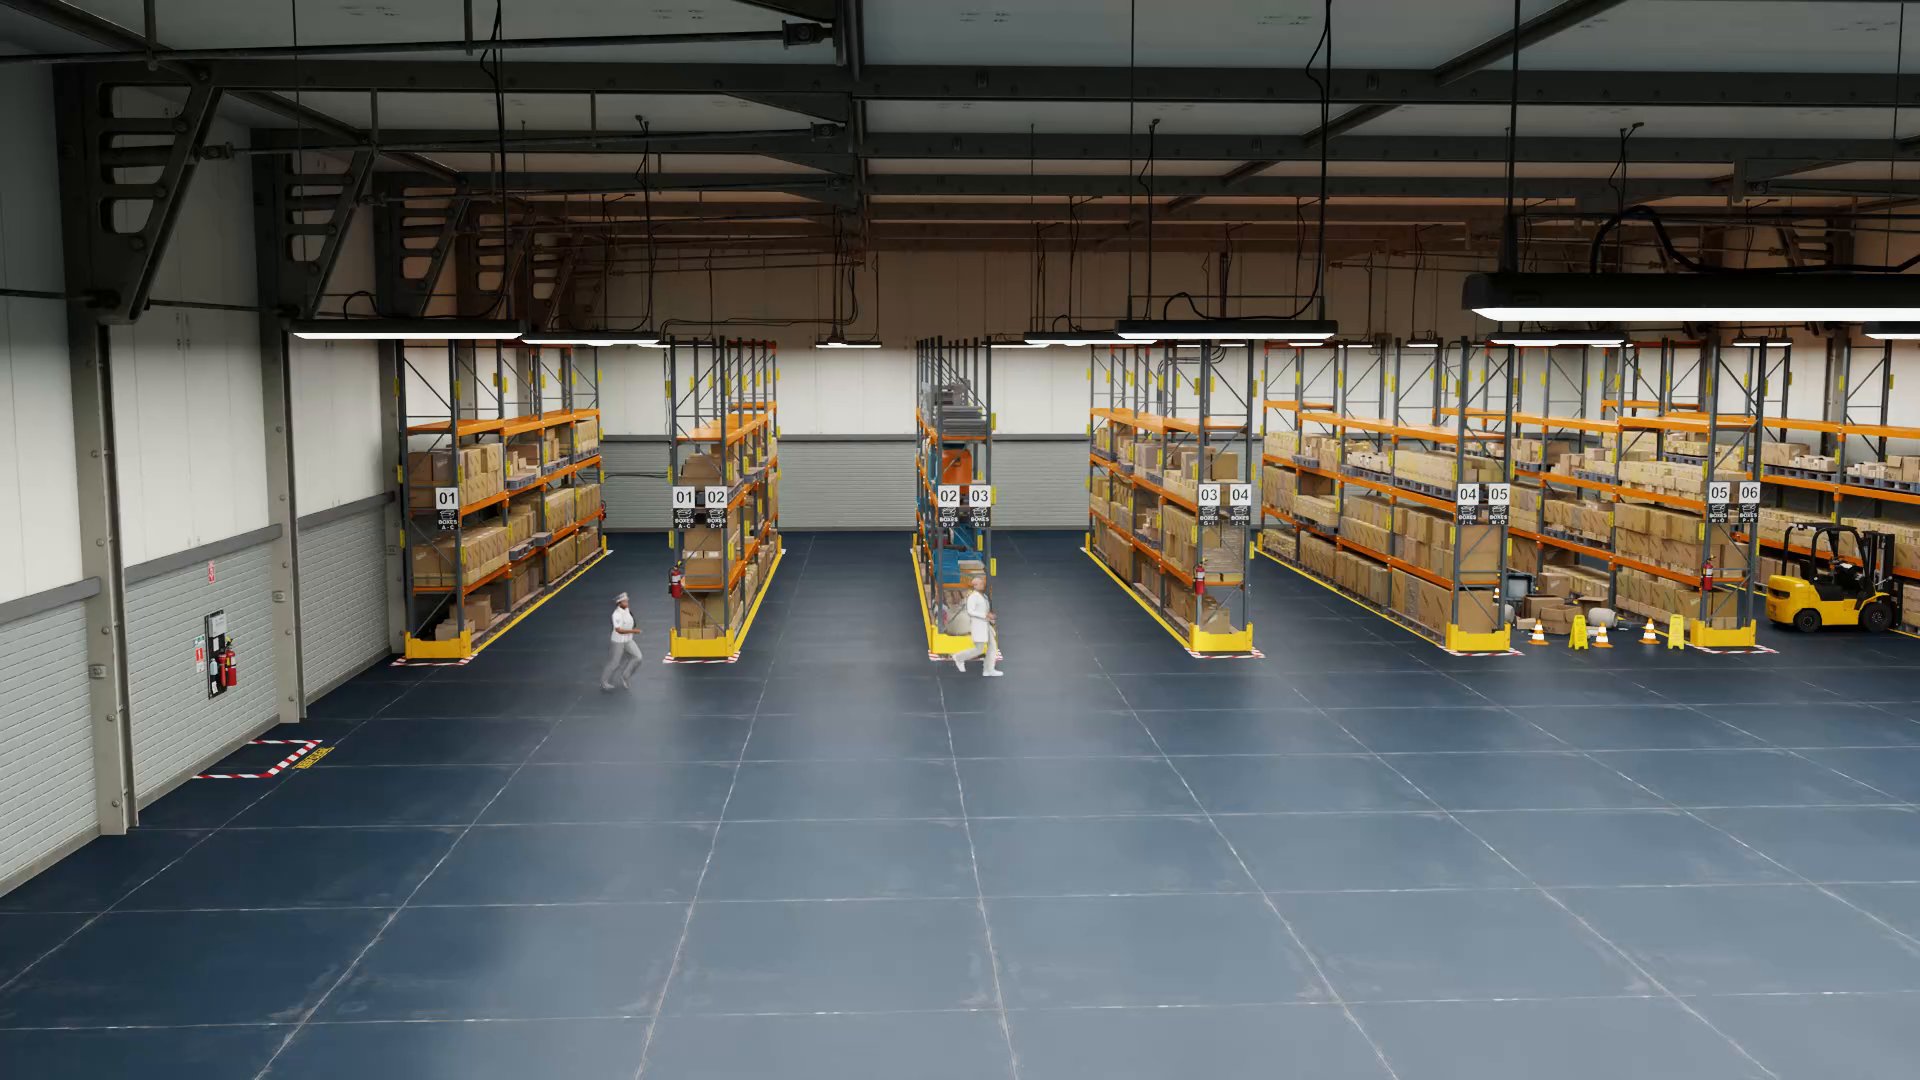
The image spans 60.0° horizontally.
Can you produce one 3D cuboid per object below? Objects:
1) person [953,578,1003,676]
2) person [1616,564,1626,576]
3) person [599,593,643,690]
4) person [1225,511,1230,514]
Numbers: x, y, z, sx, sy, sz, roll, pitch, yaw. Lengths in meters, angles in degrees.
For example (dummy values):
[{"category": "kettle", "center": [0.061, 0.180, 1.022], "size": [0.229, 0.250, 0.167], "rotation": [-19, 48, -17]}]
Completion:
[{"category": "person", "center": [0.324, 1.535, 29.274], "size": [0.905, 1.745, 0.715], "rotation": [3, 7, 22]}, {"category": "person", "center": [15.877, 0.352, 39.867], "size": [0.708, 1.764, 0.825], "rotation": [-1, 7, -8]}, {"category": "person", "center": [-5.678, 1.702, 28.023], "size": [0.838, 1.675, 0.588], "rotation": [3, 7, 24]}, {"category": "person", "center": [7.496, -0.521, 47.874], "size": [0.579, 1.589, 0.609], "rotation": [4, 8, 34]}]
